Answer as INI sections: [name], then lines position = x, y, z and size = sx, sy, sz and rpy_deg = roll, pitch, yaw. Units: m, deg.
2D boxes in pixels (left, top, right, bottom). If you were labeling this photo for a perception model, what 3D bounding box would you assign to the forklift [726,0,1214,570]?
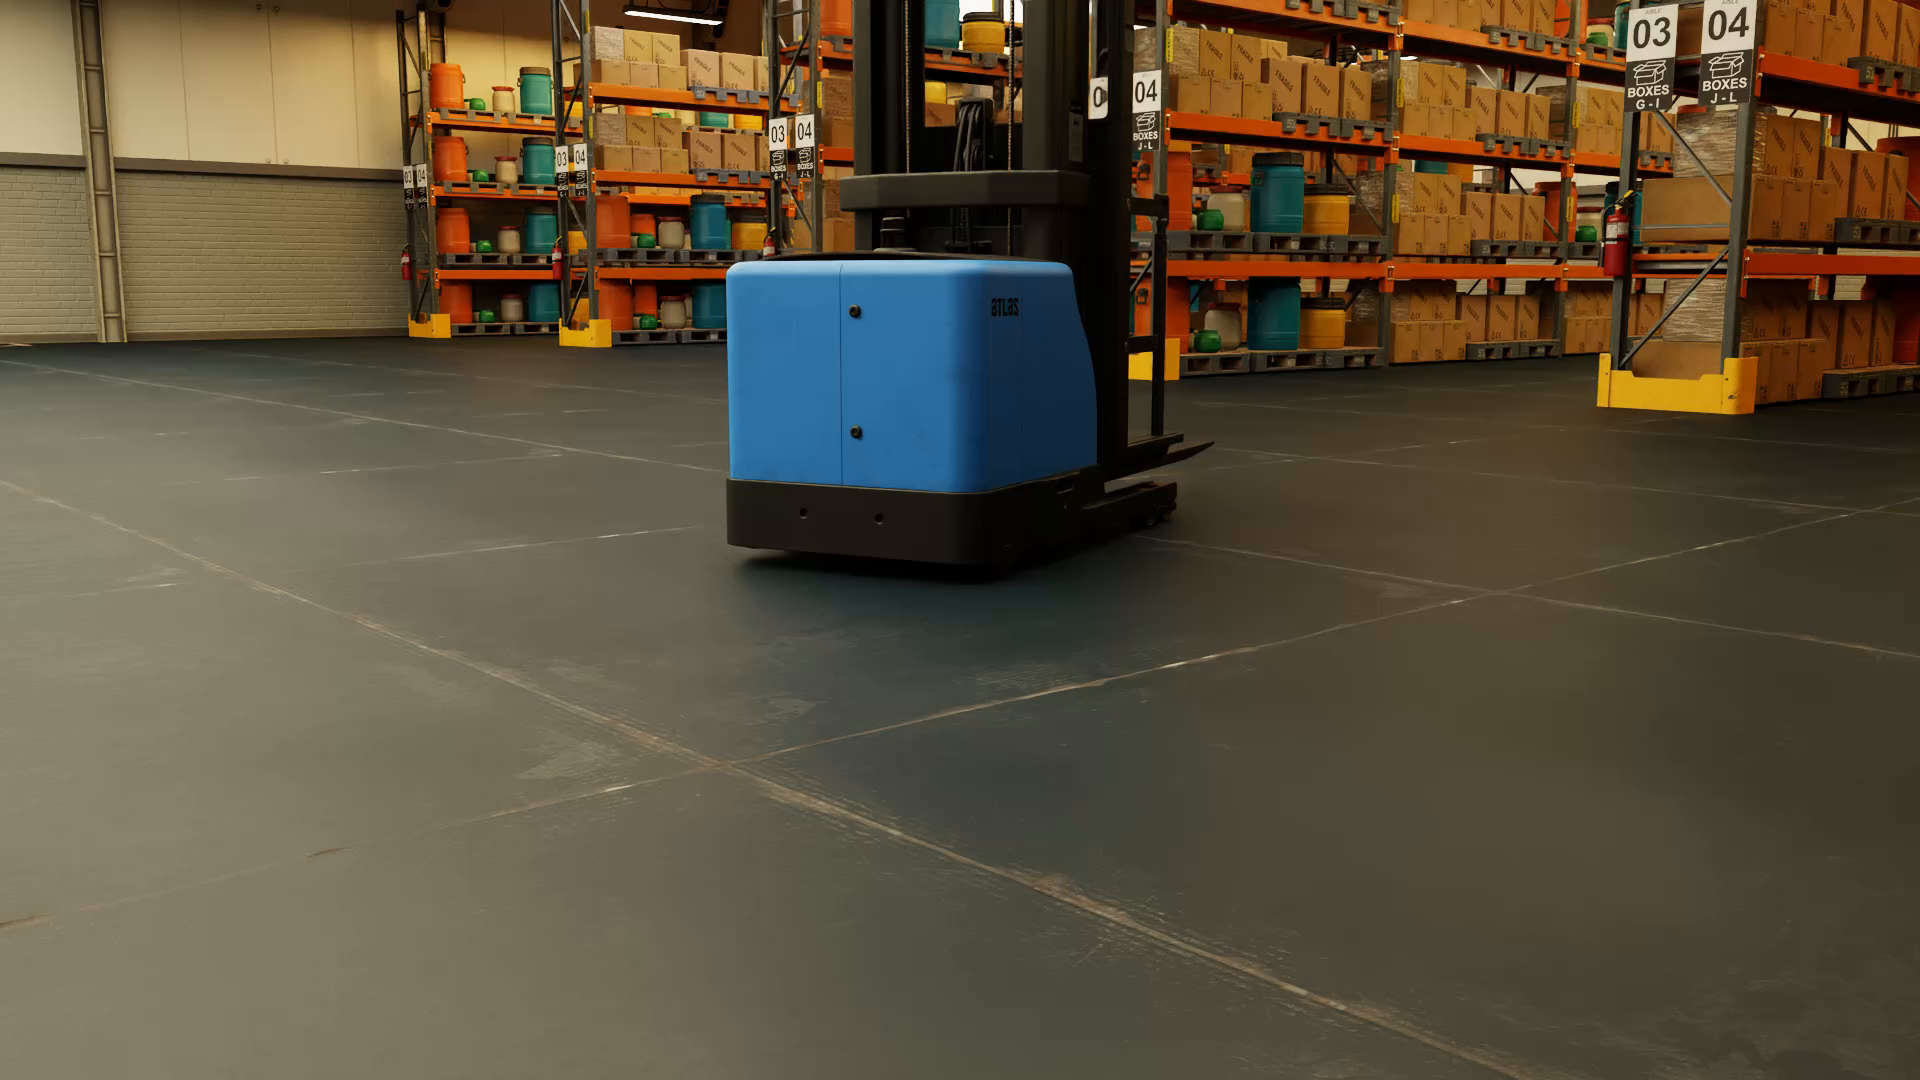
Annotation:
[forklift]
position = 0.275, -1.531, 6.852
size = 1.130, 2.935, 3.031
rpy_deg = 4, 10, 26
